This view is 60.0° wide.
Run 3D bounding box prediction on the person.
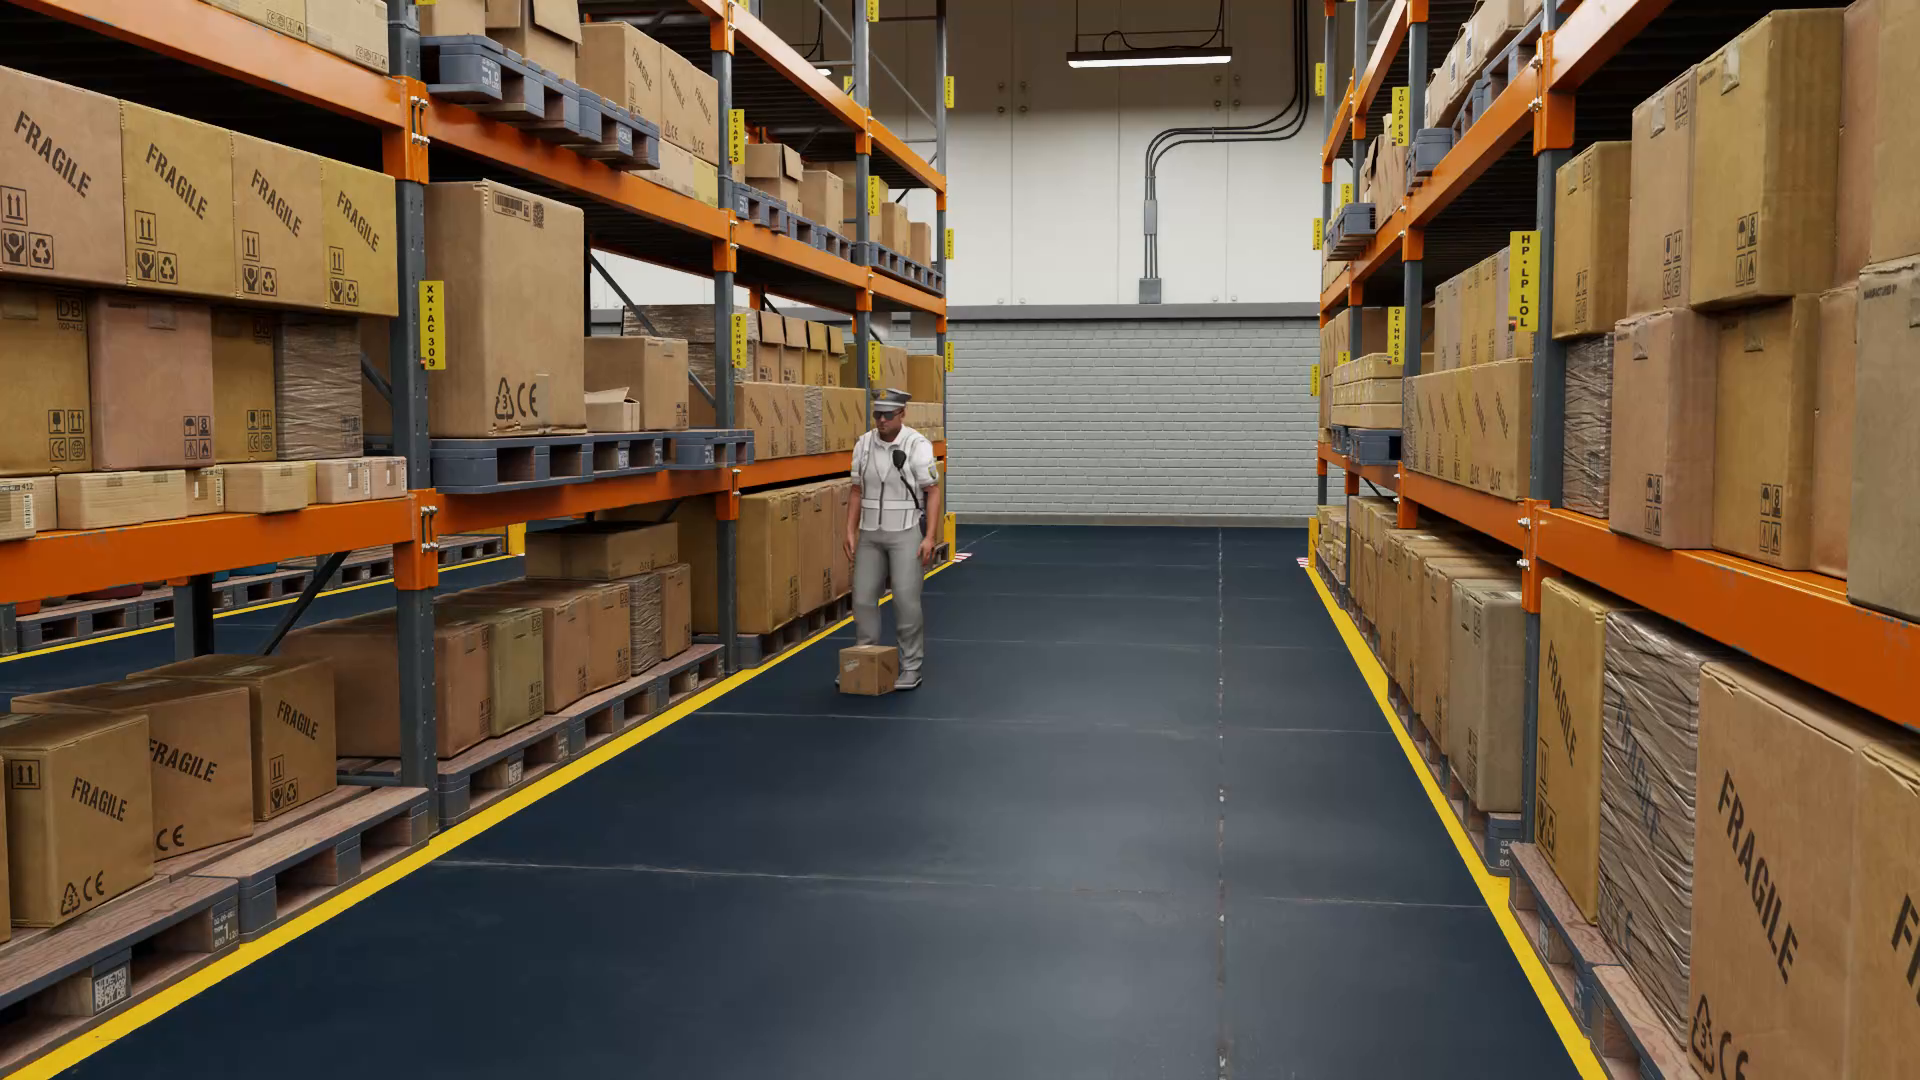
[{"bbox_3d":[-0.404,-0.016,9.798,0.601,1.747,0.437,2,5,23],"label":"person"}]
